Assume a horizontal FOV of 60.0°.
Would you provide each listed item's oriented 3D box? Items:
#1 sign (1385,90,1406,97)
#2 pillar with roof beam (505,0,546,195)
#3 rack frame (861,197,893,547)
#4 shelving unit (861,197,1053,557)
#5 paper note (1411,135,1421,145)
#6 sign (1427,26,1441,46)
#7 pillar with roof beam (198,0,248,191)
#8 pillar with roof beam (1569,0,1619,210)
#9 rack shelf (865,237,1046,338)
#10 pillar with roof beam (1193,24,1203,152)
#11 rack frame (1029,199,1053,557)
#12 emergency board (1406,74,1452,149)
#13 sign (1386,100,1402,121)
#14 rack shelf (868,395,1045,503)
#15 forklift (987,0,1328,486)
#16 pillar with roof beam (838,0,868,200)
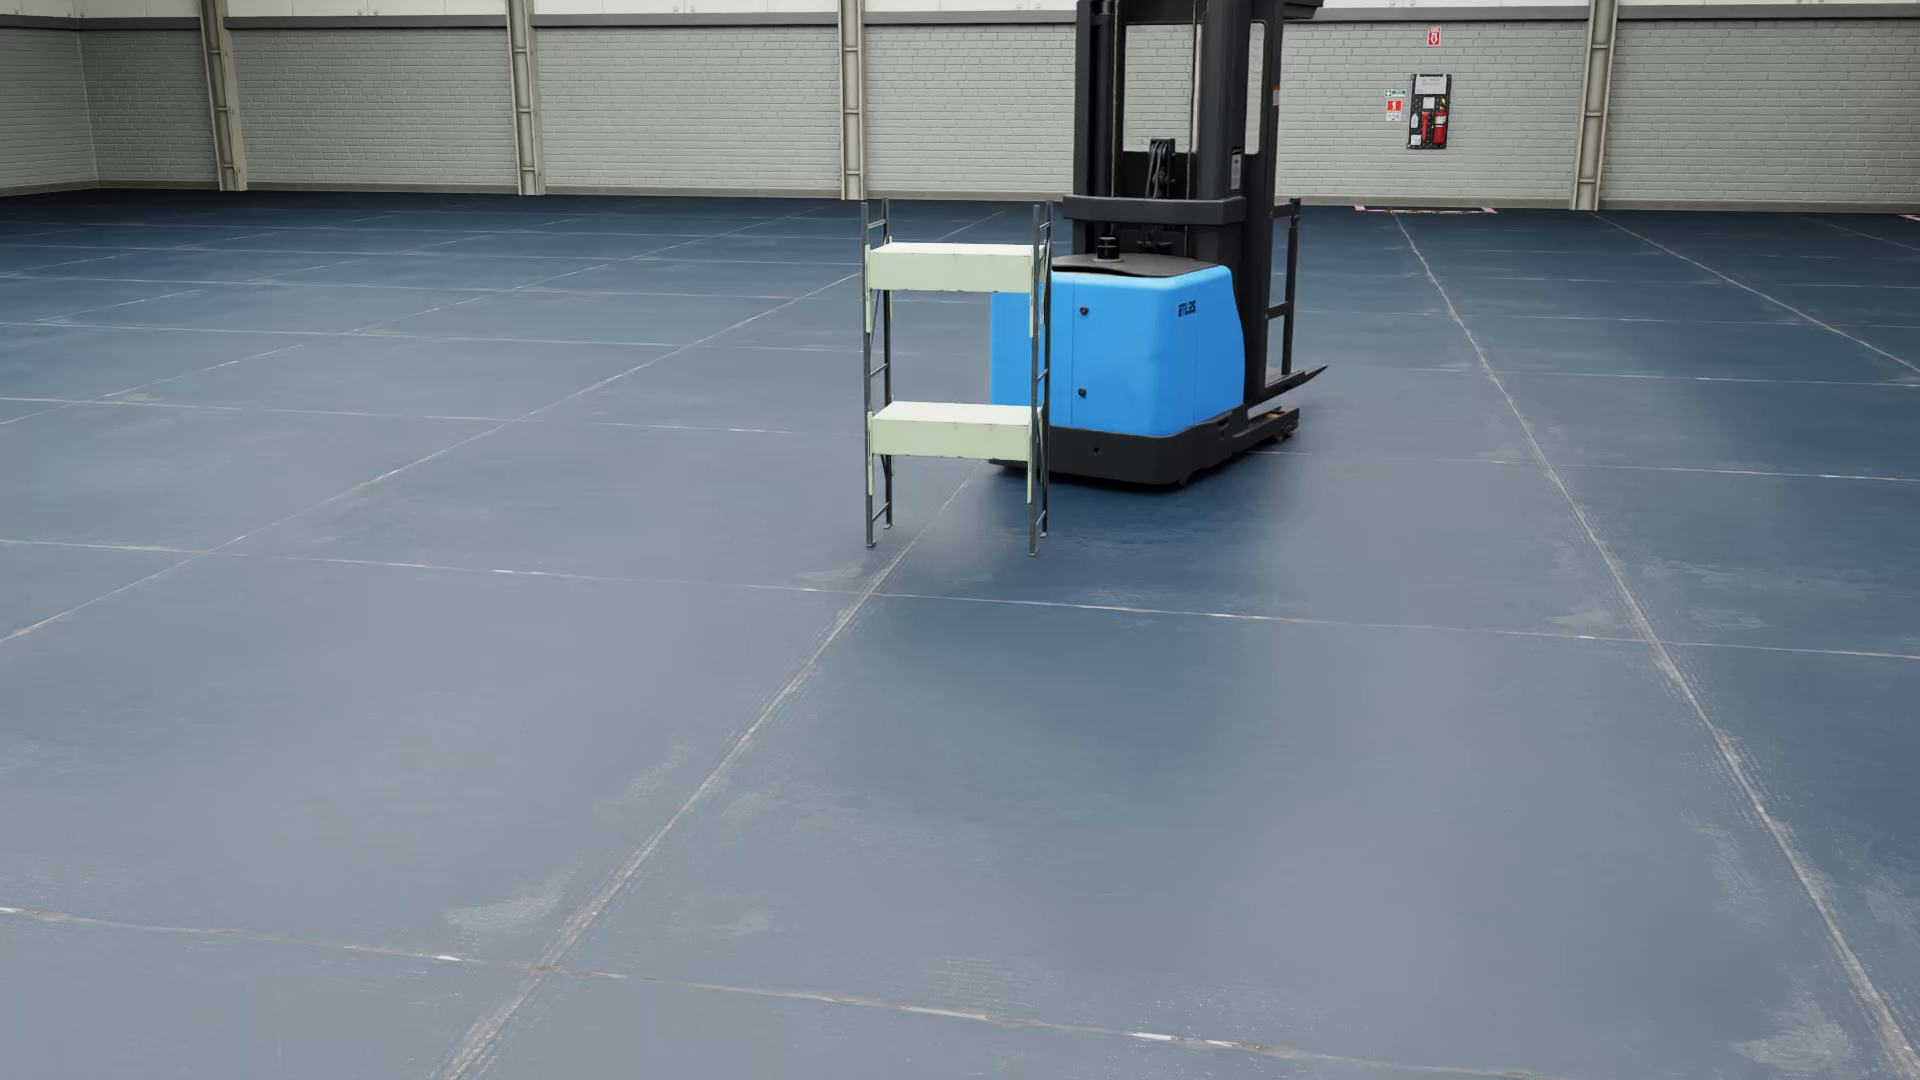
[{"bbox_3d":[7.002,-7.182,26.741,0.331,0.109,0.001,3,16,11],"label":"sign"},{"bbox_3d":[-8.562,-9.437,24.702,0.400,9.000,9.100,3,16,11],"label":"pillar with roof beam"},{"bbox_3d":[-0.365,-0.743,7.363,0.023,1.500,0.400,3,16,11],"label":"rack frame"},{"bbox_3d":[-0.007,-0.723,7.293,0.755,1.500,0.431,3,16,11],"label":"shelving unit"},{"bbox_3d":[7.361,-6.458,26.839,0.142,0.148,0.016,3,16,11],"label":"paper note"},{"bbox_3d":[7.532,-7.999,26.408,0.199,0.298,0.001,3,16,11],"label":"sign"},{"bbox_3d":[-14.442,-9.756,25.854,0.400,9.000,9.100,3,16,11],"label":"pillar with roof beam"},{"bbox_3d":[9.077,-8.479,21.245,0.400,9.000,9.100,3,16,11],"label":"pillar with roof beam"},{"bbox_3d":[-0.007,-1.099,7.189,0.720,0.370,0.431,3,16,11],"label":"rack shelf"},{"bbox_3d":[3.197,-8.798,22.397,0.400,9.000,9.100,3,16,11],"label":"pillar with roof beam"},{"bbox_3d":[0.352,-0.704,7.223,0.023,1.500,0.400,3,16,11],"label":"rack frame"},{"bbox_3d":[7.520,-6.856,26.622,0.643,1.169,0.194,3,16,11],"label":"emergency board"},{"bbox_3d":[6.999,-6.929,26.821,0.234,0.329,0.001,3,16,11],"label":"sign"},{"bbox_3d":[-0.007,-0.409,7.380,0.720,0.370,0.431,3,16,11],"label":"rack shelf"},{"bbox_3d":[1.320,-2.025,9.312,1.130,2.935,3.031,9,18,29],"label":"forklift"},{"bbox_3d":[-2.683,-9.117,23.549,0.400,9.000,9.100,3,16,11],"label":"pillar with roof beam"}]
